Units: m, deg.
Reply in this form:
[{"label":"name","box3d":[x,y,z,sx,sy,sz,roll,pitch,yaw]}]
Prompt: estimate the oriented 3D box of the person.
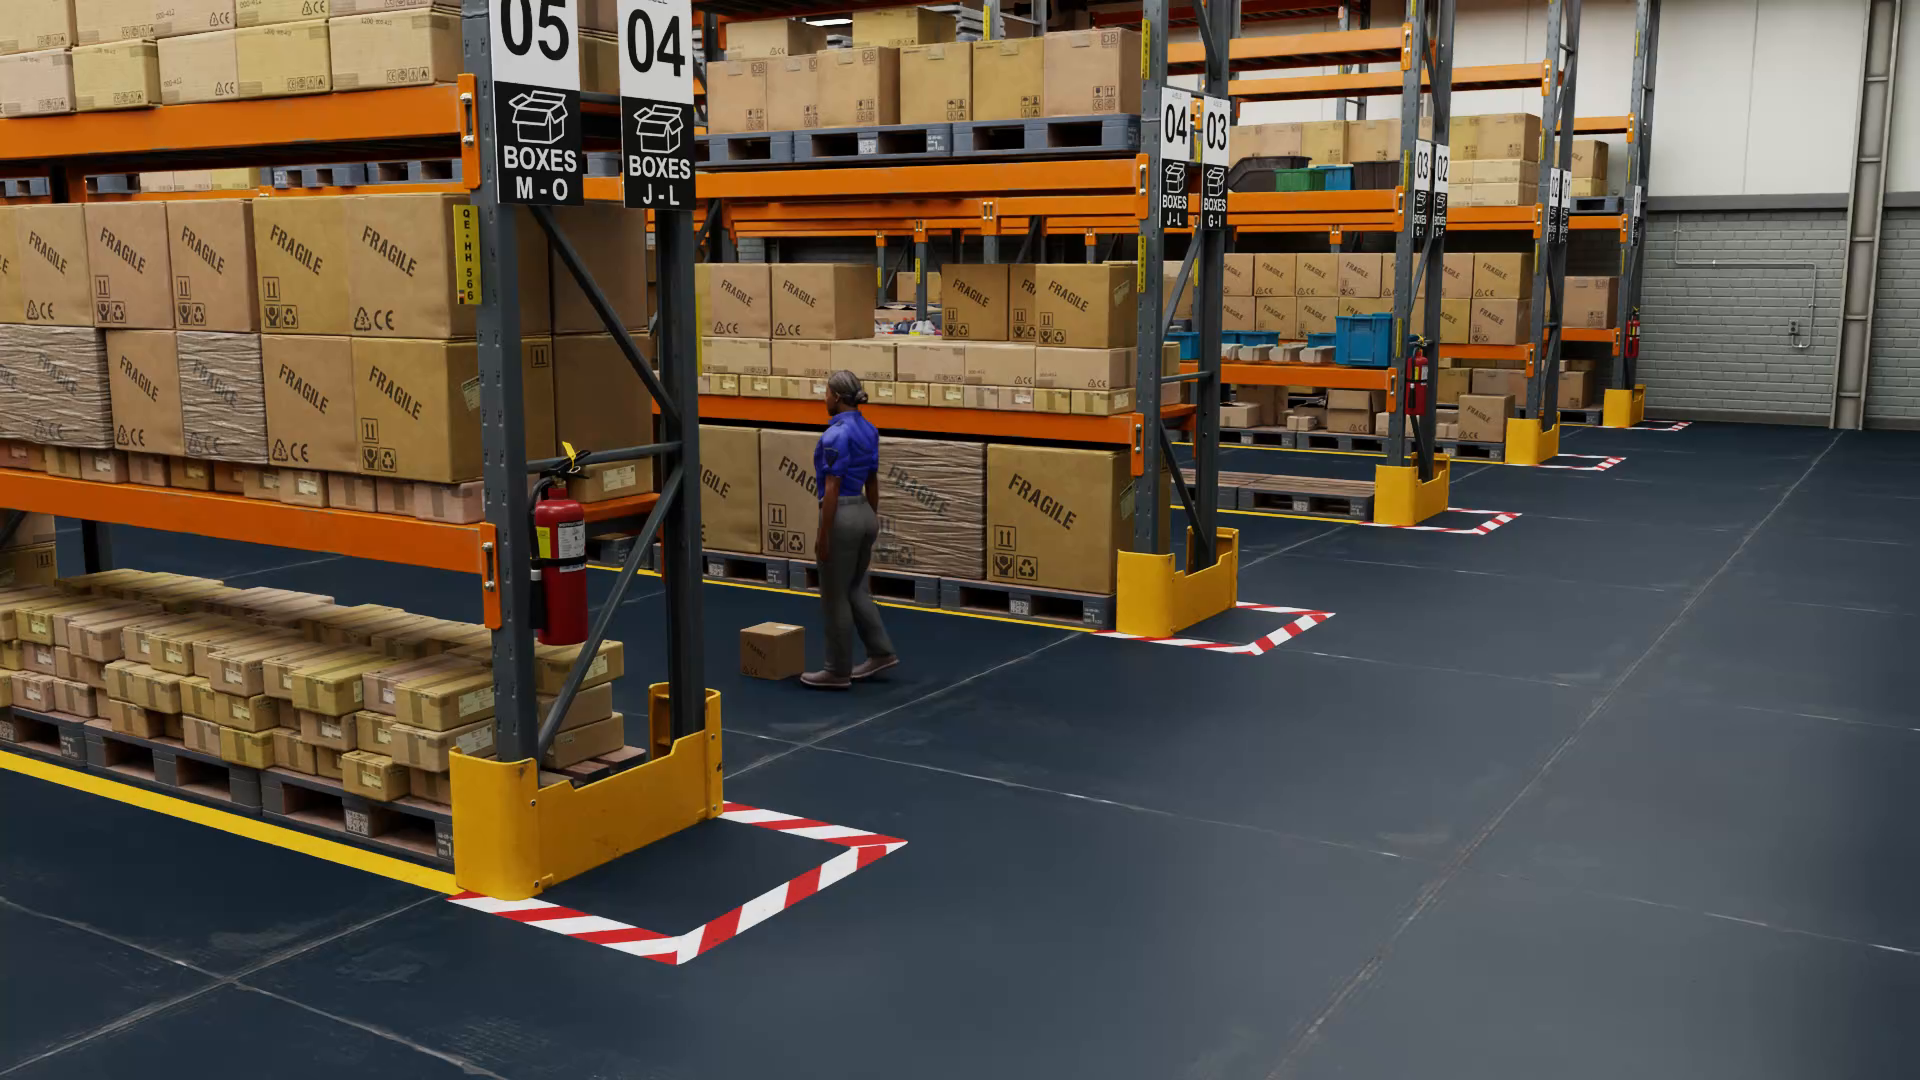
[{"label":"person","box3d":[-0.605,-0.058,8.674,0.439,1.655,0.479,4,10,23]}]
